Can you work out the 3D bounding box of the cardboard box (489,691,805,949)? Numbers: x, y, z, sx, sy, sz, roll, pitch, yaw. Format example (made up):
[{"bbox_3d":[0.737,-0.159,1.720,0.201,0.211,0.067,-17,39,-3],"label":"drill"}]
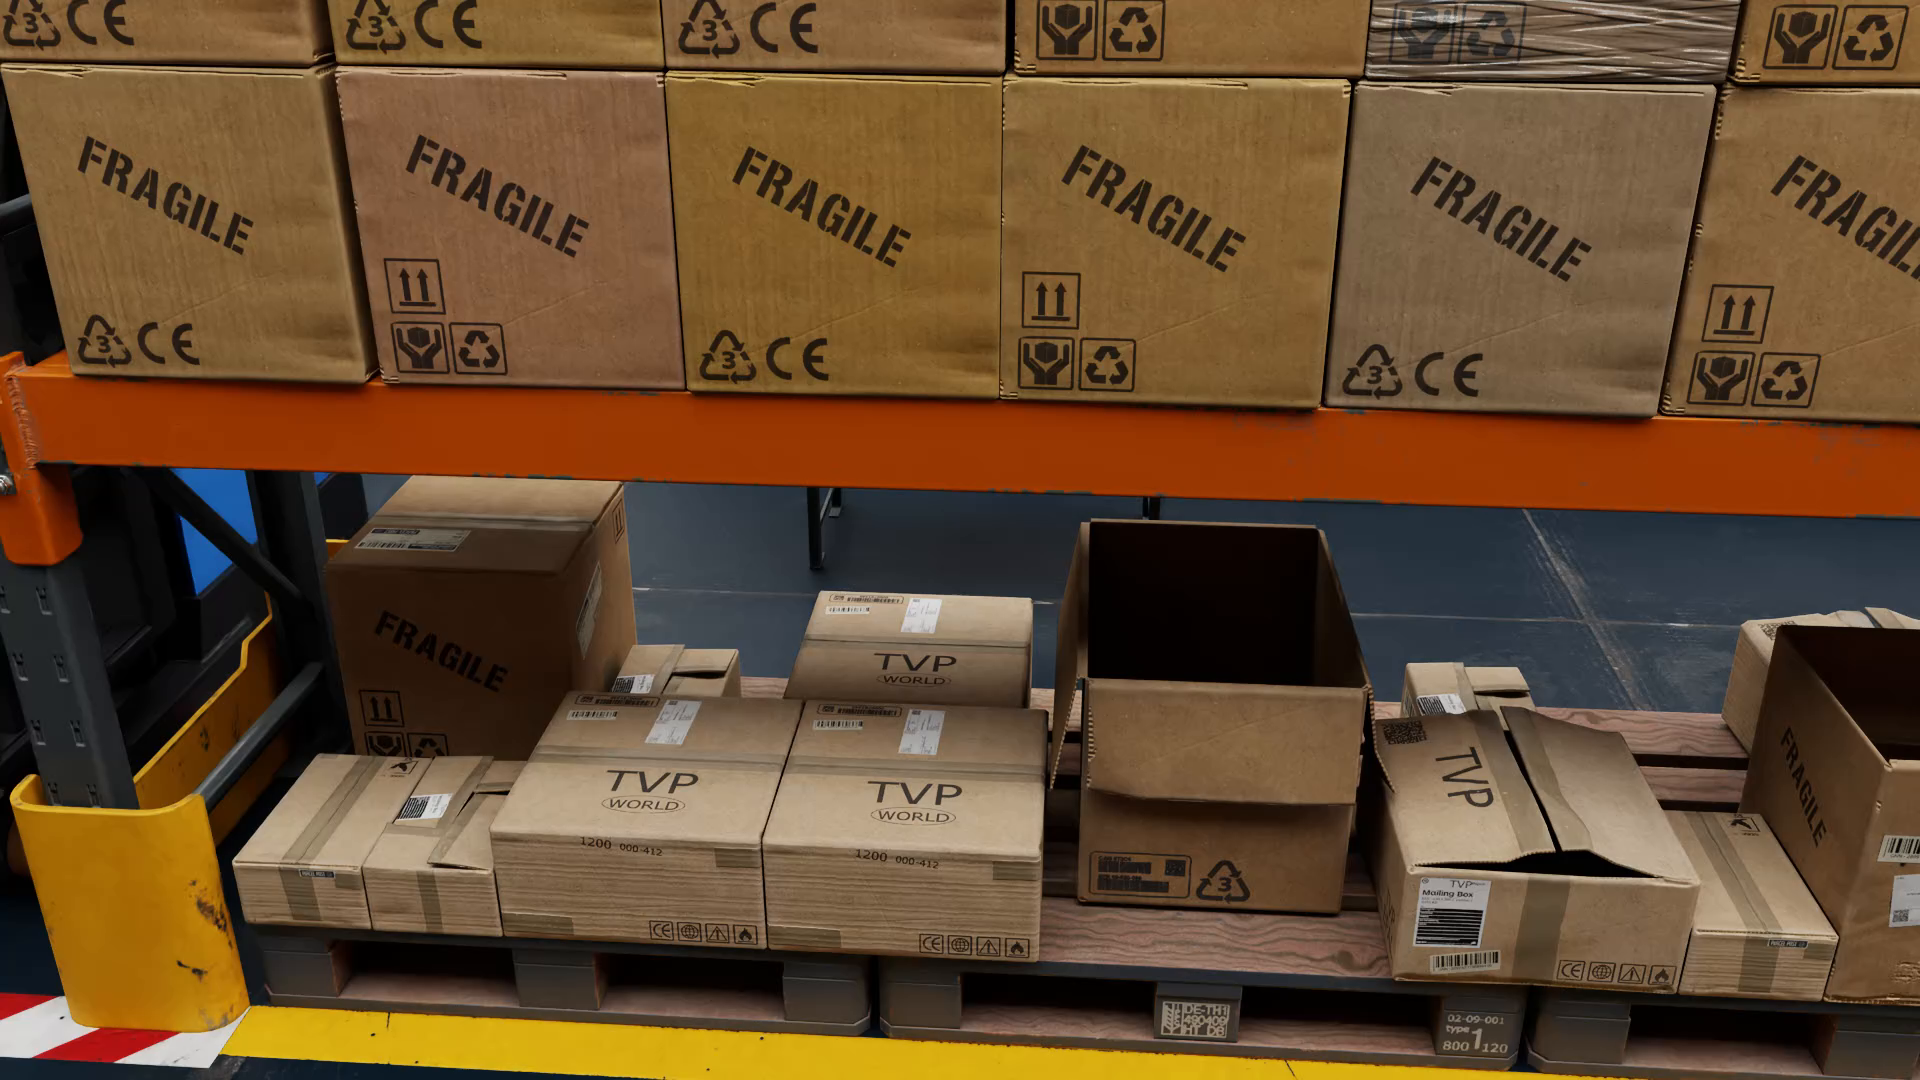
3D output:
[{"bbox_3d":[-0.586,0.535,3.262,0.500,0.250,0.500,2,25,4],"label":"cardboard box"}]

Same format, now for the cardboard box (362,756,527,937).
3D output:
[{"bbox_3d":[-0.964,0.586,3.251,0.250,0.166,0.380,2,25,4],"label":"cardboard box"}]

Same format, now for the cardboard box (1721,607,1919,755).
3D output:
[{"bbox_3d":[1.982,0.380,3.526,0.500,0.311,0.500,2,25,4],"label":"cardboard box"}]

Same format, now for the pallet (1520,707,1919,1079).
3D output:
[{"bbox_3d":[1.699,0.707,3.462,1.213,0.211,1.003,2,25,4],"label":"pallet"}]

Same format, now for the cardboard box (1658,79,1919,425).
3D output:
[{"bbox_3d":[1.351,-0.508,2.647,0.500,0.500,0.500,3,25,5],"label":"cardboard box"}]

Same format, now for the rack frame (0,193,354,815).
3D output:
[{"bbox_3d":[-1.605,-0.666,3.109,0.127,3.000,1.000,2,25,4],"label":"rack frame"}]

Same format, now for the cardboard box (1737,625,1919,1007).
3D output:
[{"bbox_3d":[1.794,0.498,3.044,0.500,0.500,0.500,2,25,4],"label":"cardboard box"}]

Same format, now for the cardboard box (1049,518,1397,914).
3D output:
[{"bbox_3d":[0.510,0.338,3.386,0.637,0.503,0.797,2,25,4],"label":"cardboard box"}]

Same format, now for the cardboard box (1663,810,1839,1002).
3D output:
[{"bbox_3d":[1.415,0.670,3.089,0.250,0.149,0.380,2,25,4],"label":"cardboard box"}]

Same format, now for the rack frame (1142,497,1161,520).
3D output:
[{"bbox_3d":[0.592,-0.662,4.895,0.032,1.500,0.500,2,25,4],"label":"rack frame"}]

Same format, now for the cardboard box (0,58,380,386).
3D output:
[{"bbox_3d":[-1.182,-0.587,2.818,0.500,0.500,0.500,2,25,5],"label":"cardboard box"}]

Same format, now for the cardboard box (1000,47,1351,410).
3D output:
[{"bbox_3d":[0.331,-0.539,2.713,0.500,0.500,0.500,2,25,5],"label":"cardboard box"}]

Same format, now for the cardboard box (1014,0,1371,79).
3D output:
[{"bbox_3d":[0.344,-0.994,2.506,0.500,0.500,0.500,2,25,4],"label":"cardboard box"}]

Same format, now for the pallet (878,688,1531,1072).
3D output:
[{"bbox_3d":[0.479,0.669,3.545,1.213,0.211,1.003,2,25,4],"label":"pallet"}]

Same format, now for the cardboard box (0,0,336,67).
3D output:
[{"bbox_3d":[-1.182,-1.041,2.609,0.500,0.500,0.500,3,25,6],"label":"cardboard box"}]

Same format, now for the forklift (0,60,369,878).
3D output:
[{"bbox_3d":[-2.471,-0.733,3.337,1.130,2.935,3.031,2,25,4],"label":"forklift"}]

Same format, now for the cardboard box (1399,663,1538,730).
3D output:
[{"bbox_3d":[1.118,0.422,3.607,0.250,0.166,0.380,2,25,4],"label":"cardboard box"}]

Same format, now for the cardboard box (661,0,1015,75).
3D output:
[{"bbox_3d":[-0.162,-1.010,2.540,0.500,0.500,0.500,2,25,5],"label":"cardboard box"}]

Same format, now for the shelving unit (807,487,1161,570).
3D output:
[{"bbox_3d":[0.085,-0.679,4.931,1.048,1.500,0.538,2,25,4],"label":"shelving unit"}]

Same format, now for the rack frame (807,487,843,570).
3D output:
[{"bbox_3d":[-0.422,-0.695,4.966,0.032,1.500,0.500,2,25,4],"label":"rack frame"}]

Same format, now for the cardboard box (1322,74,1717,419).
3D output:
[{"bbox_3d":[0.839,-0.524,2.680,0.500,0.500,0.500,2,25,5],"label":"cardboard box"}]

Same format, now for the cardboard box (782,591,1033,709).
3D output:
[{"bbox_3d":[-0.099,0.341,3.684,0.500,0.250,0.500,2,25,4],"label":"cardboard box"}]

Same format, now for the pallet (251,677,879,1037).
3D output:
[{"bbox_3d":[-0.734,0.629,3.632,1.213,0.211,1.003,2,25,4],"label":"pallet"}]

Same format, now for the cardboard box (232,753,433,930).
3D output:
[{"bbox_3d":[-1.214,0.586,3.272,0.250,0.149,0.380,2,25,4],"label":"cardboard box"}]

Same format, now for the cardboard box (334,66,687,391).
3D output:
[{"bbox_3d":[-0.668,-0.573,2.787,0.500,0.500,0.500,2,25,3],"label":"cardboard box"}]

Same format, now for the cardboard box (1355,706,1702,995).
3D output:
[{"bbox_3d":[1.046,0.560,3.136,0.500,0.311,0.500,2,25,4],"label":"cardboard box"}]

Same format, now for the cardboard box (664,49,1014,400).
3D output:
[{"bbox_3d":[-0.167,-0.556,2.750,0.500,0.500,0.500,2,25,4],"label":"cardboard box"}]

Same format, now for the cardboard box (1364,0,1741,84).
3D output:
[{"bbox_3d":[0.846,-0.977,2.470,0.500,0.500,0.500,2,25,4],"label":"cardboard box"}]

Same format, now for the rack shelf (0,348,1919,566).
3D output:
[{"bbox_3d":[0.389,-0.275,3.120,4.000,0.370,1.077,2,25,4],"label":"rack shelf"}]

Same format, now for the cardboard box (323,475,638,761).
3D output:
[{"bbox_3d":[-1.044,0.185,3.725,0.500,0.500,0.500,2,25,4],"label":"cardboard box"}]

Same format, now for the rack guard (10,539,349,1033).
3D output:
[{"bbox_3d":[-1.529,0.472,3.626,0.348,0.500,1.175,2,25,4],"label":"rack guard"}]

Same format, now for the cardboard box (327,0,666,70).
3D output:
[{"bbox_3d":[-0.661,-1.028,2.580,0.500,0.500,0.500,2,25,5],"label":"cardboard box"}]

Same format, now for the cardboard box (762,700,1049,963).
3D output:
[{"bbox_3d":[-0.087,0.551,3.227,0.500,0.250,0.500,2,25,4],"label":"cardboard box"}]

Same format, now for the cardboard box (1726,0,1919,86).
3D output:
[{"bbox_3d":[1.349,-0.961,2.435,0.500,0.500,0.500,1,25,3],"label":"cardboard box"}]

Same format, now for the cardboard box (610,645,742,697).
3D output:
[{"bbox_3d":[-0.647,0.387,3.685,0.250,0.166,0.380,2,25,4],"label":"cardboard box"}]
